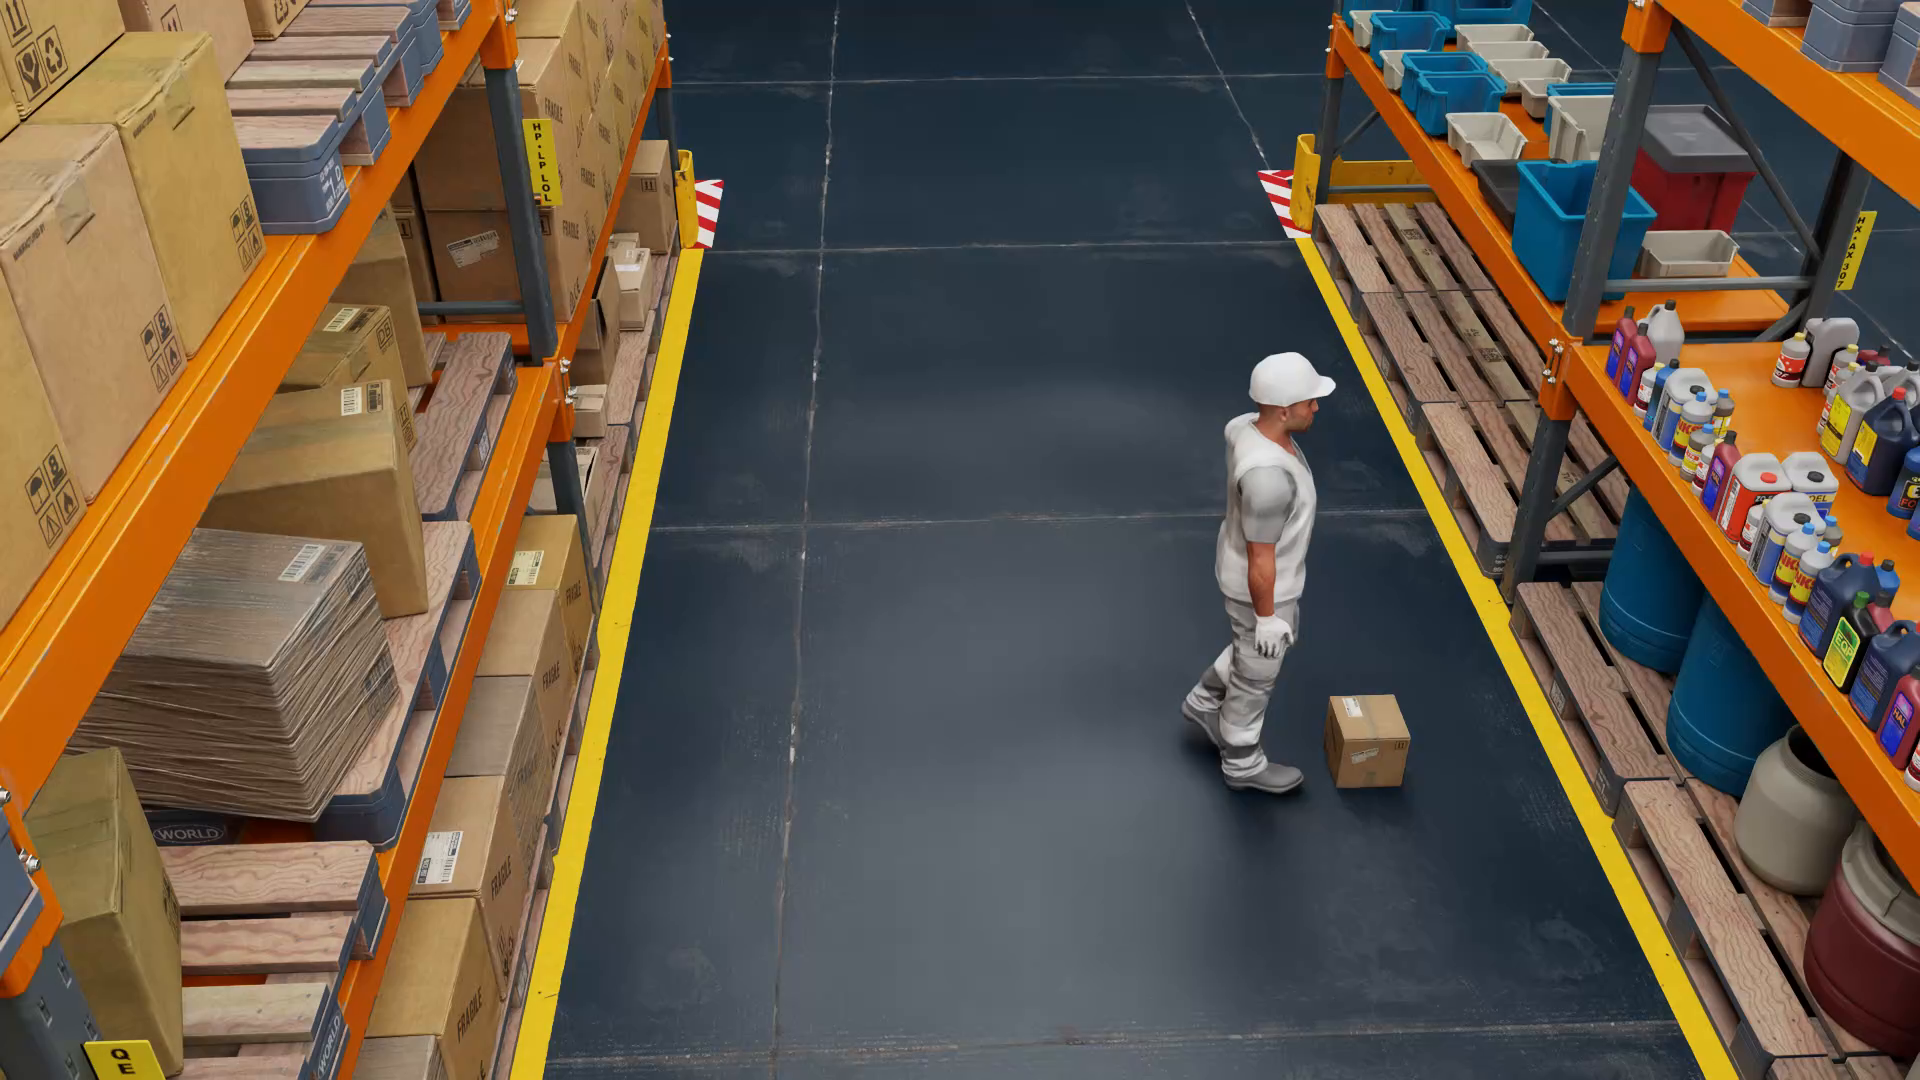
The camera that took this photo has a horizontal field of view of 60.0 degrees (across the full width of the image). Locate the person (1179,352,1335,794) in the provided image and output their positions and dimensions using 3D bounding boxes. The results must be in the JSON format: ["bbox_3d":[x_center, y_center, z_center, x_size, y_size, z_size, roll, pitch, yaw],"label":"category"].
[{"bbox_3d":[1.075,0.150,5.893,0.471,1.794,0.570,3,35,5],"label":"person"}]
